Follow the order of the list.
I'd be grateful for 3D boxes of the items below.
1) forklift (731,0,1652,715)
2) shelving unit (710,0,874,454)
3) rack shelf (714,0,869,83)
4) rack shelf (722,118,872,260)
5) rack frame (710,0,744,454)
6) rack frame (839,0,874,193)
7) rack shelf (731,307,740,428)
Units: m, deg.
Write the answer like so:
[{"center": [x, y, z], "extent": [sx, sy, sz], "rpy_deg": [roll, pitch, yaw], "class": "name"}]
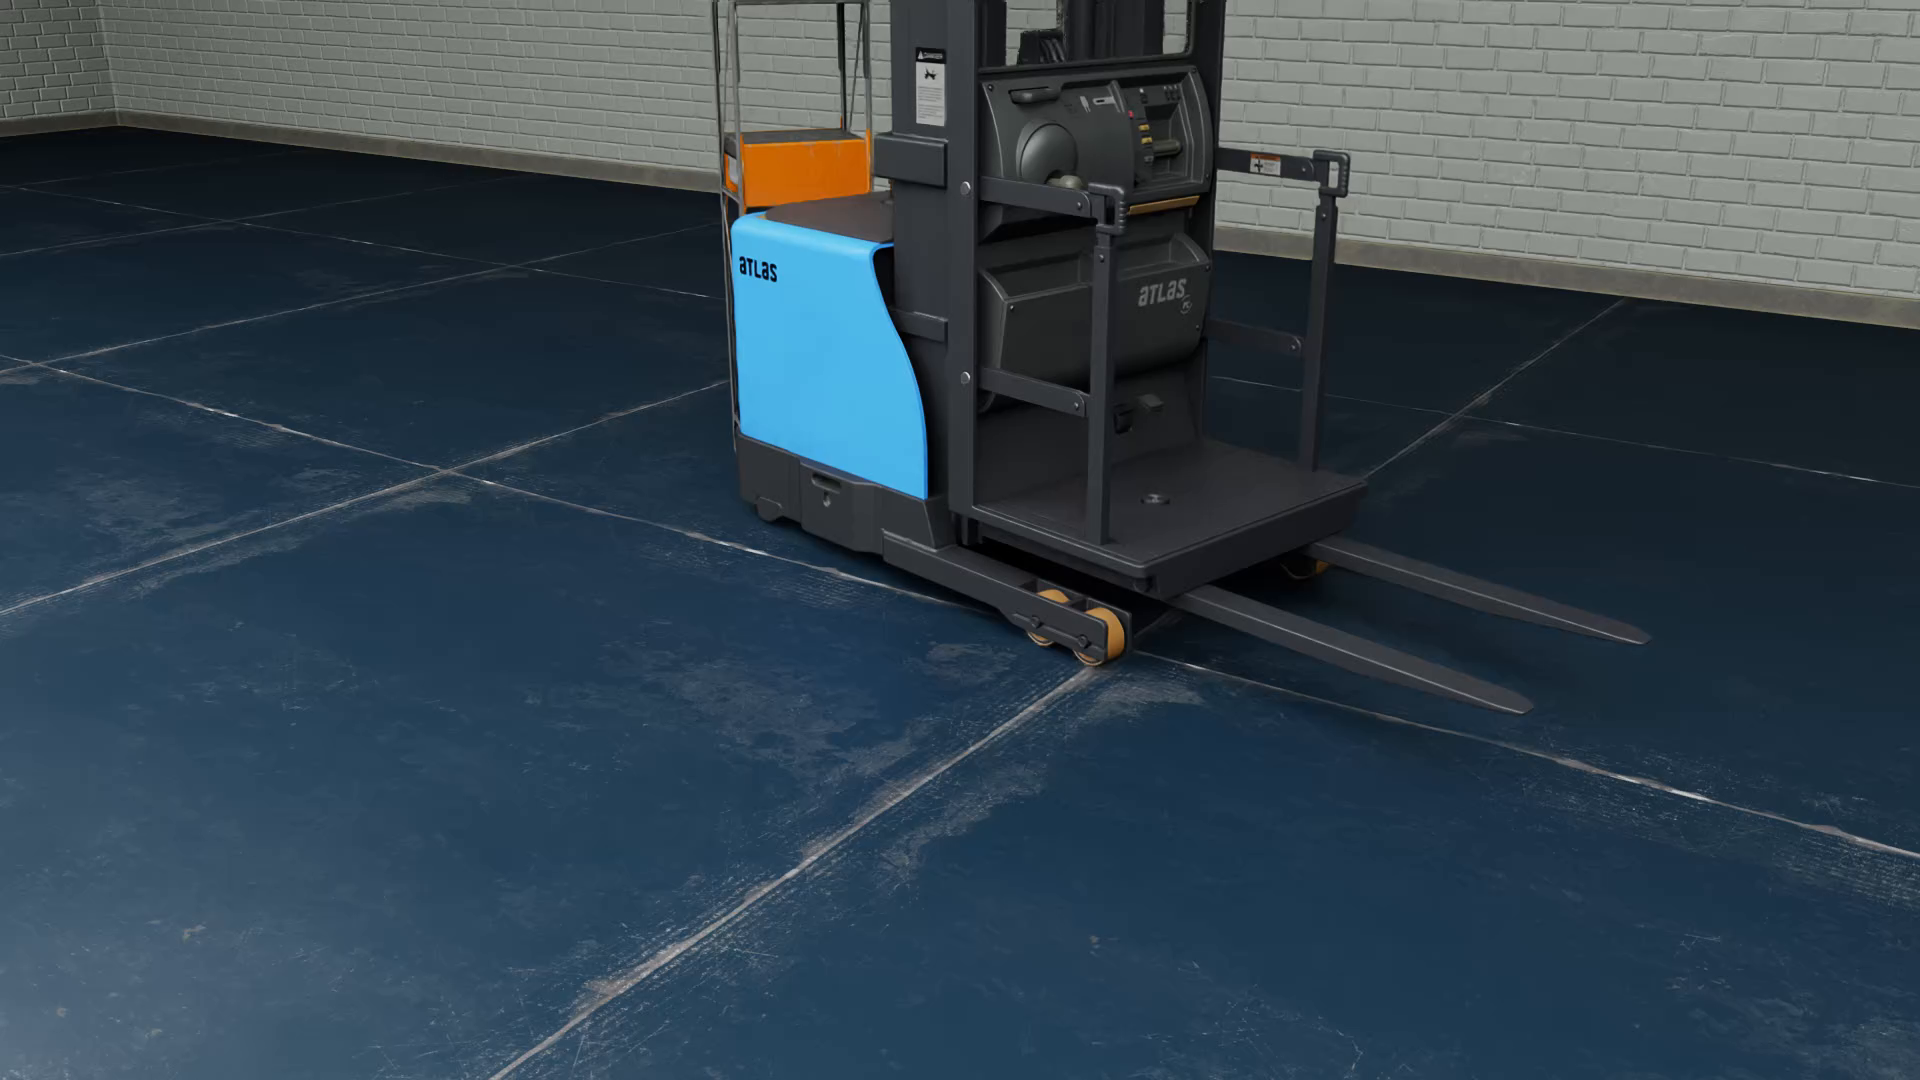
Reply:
[{"center": [0.571, -1.213, 4.818], "extent": [1.130, 2.935, 3.031], "rpy_deg": [-18, 27, -40], "class": "forklift"}, {"center": [-0.620, -1.312, 6.281], "extent": [0.503, 2.100, 0.431], "rpy_deg": [-7, 21, -17], "class": "shelving unit"}, {"center": [-0.623, -1.955, 6.041], "extent": [0.480, 0.518, 0.431], "rpy_deg": [-7, 21, -17], "class": "rack shelf"}, {"center": [-0.620, -1.299, 6.286], "extent": [0.480, 0.518, 0.431], "rpy_deg": [-7, 21, -17], "class": "rack shelf"}, {"center": [-0.852, -1.284, 6.209], "extent": [0.015, 2.100, 0.400], "rpy_deg": [-7, 21, -17], "class": "rack frame"}, {"center": [-0.389, -1.340, 6.353], "extent": [0.015, 2.100, 0.400], "rpy_deg": [-7, 21, -17], "class": "rack frame"}, {"center": [-0.617, -0.643, 6.530], "extent": [0.480, 0.518, 0.431], "rpy_deg": [-7, 21, -17], "class": "rack shelf"}]
